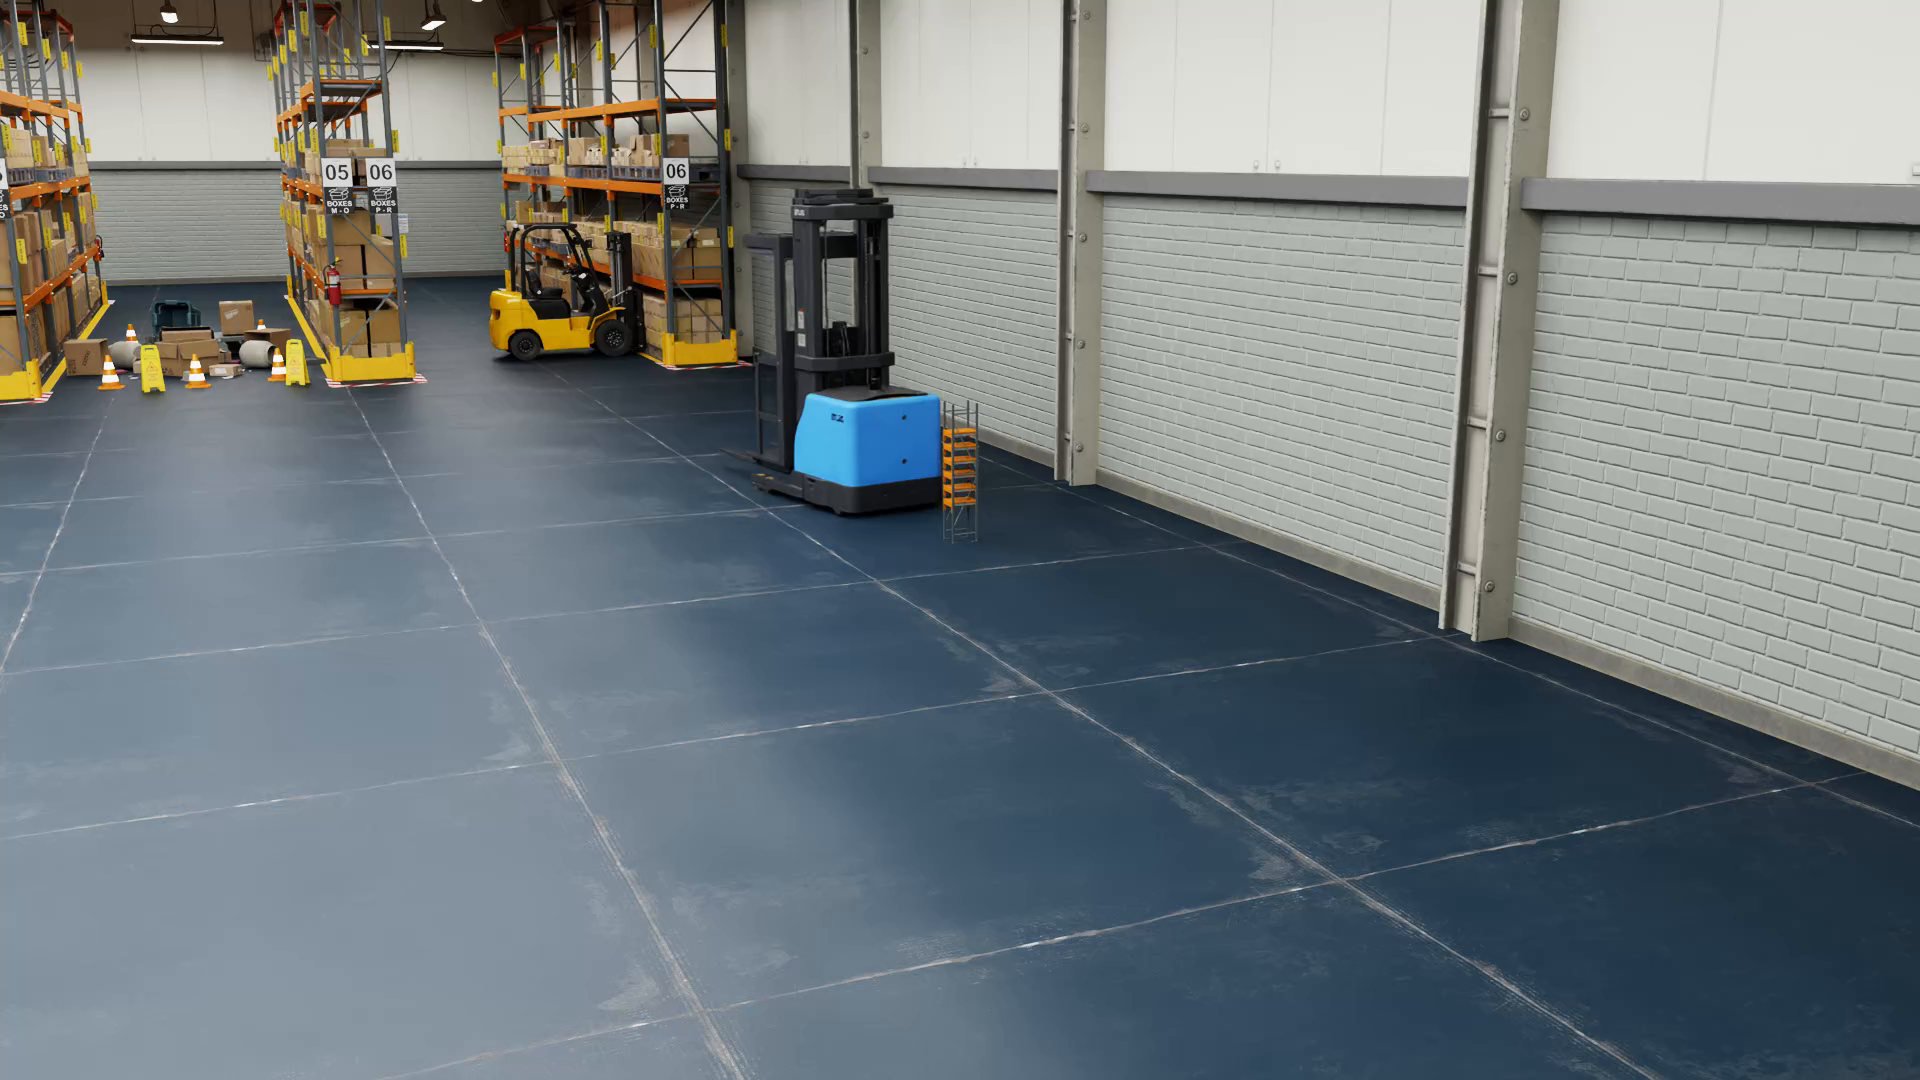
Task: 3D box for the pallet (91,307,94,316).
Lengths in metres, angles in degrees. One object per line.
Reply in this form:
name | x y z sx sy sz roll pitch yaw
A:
pallet | -18.320 -4.653 34.006 1.003 0.211 1.213 -6 14 -23

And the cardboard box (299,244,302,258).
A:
cardboard box | -12.581 -5.630 32.374 0.500 0.250 0.500 -5 14 -22

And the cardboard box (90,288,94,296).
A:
cardboard box | -18.422 -5.204 34.936 0.380 0.149 0.250 -6 14 -23

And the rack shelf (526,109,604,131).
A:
rack shelf | -8.176 -8.757 34.732 1.077 0.370 4.000 -6 14 -23

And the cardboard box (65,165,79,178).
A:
cardboard box | -17.962 -7.384 33.300 0.500 0.250 0.500 -5 14 -20

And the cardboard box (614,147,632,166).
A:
cardboard box | -5.662 -6.618 28.702 0.500 0.311 0.500 -5 14 -22

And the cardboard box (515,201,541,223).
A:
cardboard box | -10.043 -7.629 38.688 0.500 0.500 0.500 -5 14 -22

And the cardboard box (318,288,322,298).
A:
cardboard box | -10.335 -4.060 27.324 0.380 0.149 0.250 -5 14 -22

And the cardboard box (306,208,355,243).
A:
cardboard box | -9.616 -4.833 25.498 0.700 0.500 0.500 -6 14 -24

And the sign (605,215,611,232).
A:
sign | -6.266 -5.615 29.584 0.100 0.325 0.005 -6 14 -23

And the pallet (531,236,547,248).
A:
pallet | -8.757 -6.524 36.334 1.003 0.211 1.213 -6 14 -23

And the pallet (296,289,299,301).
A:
pallet | -14.734 -5.654 38.329 1.003 0.211 1.213 -6 14 -23

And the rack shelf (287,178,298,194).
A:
rack shelf | -12.722 -7.042 33.085 1.077 0.370 4.000 -6 14 -23

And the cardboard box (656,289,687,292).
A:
cardboard box | -4.991 -4.199 28.809 0.500 0.250 0.500 -6 14 -23

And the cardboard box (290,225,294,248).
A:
cardboard box | -14.155 -6.571 35.888 0.500 0.500 0.500 -6 14 -24

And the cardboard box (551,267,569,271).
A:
cardboard box | -8.660 -5.840 36.124 0.380 0.149 0.250 -6 14 -24

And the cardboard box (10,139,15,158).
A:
cardboard box | -13.374 -5.411 22.964 0.500 0.250 0.500 -6 14 -24

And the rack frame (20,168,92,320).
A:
rack frame | -18.019 -5.876 33.105 1.000 3.000 0.127 -6 14 -23

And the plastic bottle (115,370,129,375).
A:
plastic bottle | -12.789 -2.548 25.244 0.283 0.061 0.133 -12 18 -42

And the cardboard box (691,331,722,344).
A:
cardboard box | -4.188 -3.298 27.133 0.500 0.250 0.500 -6 14 -23

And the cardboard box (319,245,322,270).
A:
cardboard box | -9.766 -4.459 26.104 0.500 0.500 0.500 -5 14 -22

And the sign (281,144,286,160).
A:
sign | -14.031 -8.045 34.504 0.100 0.325 0.005 -6 14 -23

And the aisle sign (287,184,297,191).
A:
aisle sign | -15.420 -8.425 38.356 0.394 0.787 0.004 -6 14 -23

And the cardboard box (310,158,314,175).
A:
cardboard box | -9.785 -5.794 25.773 0.500 0.250 0.500 -5 14 -22

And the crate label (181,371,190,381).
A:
crate label | -11.323 -2.429 24.559 0.298 0.136 0.250 9 16 35

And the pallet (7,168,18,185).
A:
pallet | -13.518 -4.967 22.723 1.003 0.211 1.213 -6 14 -23

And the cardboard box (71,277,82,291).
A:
cardboard box | -17.070 -4.882 31.759 0.500 0.250 0.500 -6 14 -25

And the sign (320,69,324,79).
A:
sign | -14.623 -10.633 38.106 0.100 0.325 0.005 -6 14 -23

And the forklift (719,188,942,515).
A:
forklift | -1.417 -1.941 16.256 1.130 2.935 3.031 -9 16 -34

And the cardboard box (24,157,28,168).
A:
cardboard box | -13.968 -5.559 24.489 0.380 0.149 0.250 -5 14 -22

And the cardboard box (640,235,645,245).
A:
cardboard box | -5.102 -4.988 27.607 0.380 0.149 0.250 -6 14 -23

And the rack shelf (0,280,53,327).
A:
rack shelf | -14.013 -3.459 24.260 1.077 0.370 4.000 -6 14 -23

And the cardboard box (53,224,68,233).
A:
cardboard box | -17.157 -5.913 31.573 0.380 0.149 0.250 -6 14 -25

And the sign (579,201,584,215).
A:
sign | -8.470 -7.408 37.157 0.100 0.325 0.005 -6 14 -23

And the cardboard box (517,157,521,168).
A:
cardboard box | -9.812 -8.617 37.968 0.500 0.250 0.500 -5 14 -22

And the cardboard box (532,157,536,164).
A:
cardboard box | -8.935 -8.128 35.586 0.380 0.149 0.250 -5 14 -22

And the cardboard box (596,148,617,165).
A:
cardboard box | -6.285 -6.939 30.091 0.500 0.311 0.500 -6 14 -25

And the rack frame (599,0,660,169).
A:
rack frame | -5.772 -8.063 29.250 1.000 3.000 0.127 -6 14 -23

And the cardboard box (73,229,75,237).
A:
cardboard box | -17.678 -6.039 32.775 0.380 0.149 0.250 -5 14 -21

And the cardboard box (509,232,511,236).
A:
cardboard box | -10.699 -7.404 40.266 0.380 0.149 0.250 -6 14 -23

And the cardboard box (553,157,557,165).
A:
cardboard box | -8.229 -7.869 34.512 0.380 0.149 0.250 -5 14 -21

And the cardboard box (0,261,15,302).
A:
cardboard box | -13.402 -3.542 22.690 0.875 0.550 0.550 -6 14 -23

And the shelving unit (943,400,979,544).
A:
shelving unit | 0.006 -0.582 14.222 0.258 1.200 0.189 -6 14 -23

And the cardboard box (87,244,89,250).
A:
cardboard box | -18.404 -6.109 34.671 0.380 0.149 0.250 -5 14 -20

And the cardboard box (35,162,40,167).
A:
cardboard box | -15.137 -6.128 26.948 0.380 0.149 0.250 -6 14 -23

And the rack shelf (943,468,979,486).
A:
rack shelf | 0.006 -0.538 14.232 0.258 0.103 0.180 -6 14 -23

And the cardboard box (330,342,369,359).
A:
cardboard box | -9.296 -2.877 25.316 0.500 0.250 0.500 -6 14 -23

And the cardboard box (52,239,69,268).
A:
cardboard box | -15.990 -5.029 29.226 0.500 0.500 0.500 -6 14 -23

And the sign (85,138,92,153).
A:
sign | -19.104 -8.641 36.437 0.100 0.325 0.005 -6 14 -23
